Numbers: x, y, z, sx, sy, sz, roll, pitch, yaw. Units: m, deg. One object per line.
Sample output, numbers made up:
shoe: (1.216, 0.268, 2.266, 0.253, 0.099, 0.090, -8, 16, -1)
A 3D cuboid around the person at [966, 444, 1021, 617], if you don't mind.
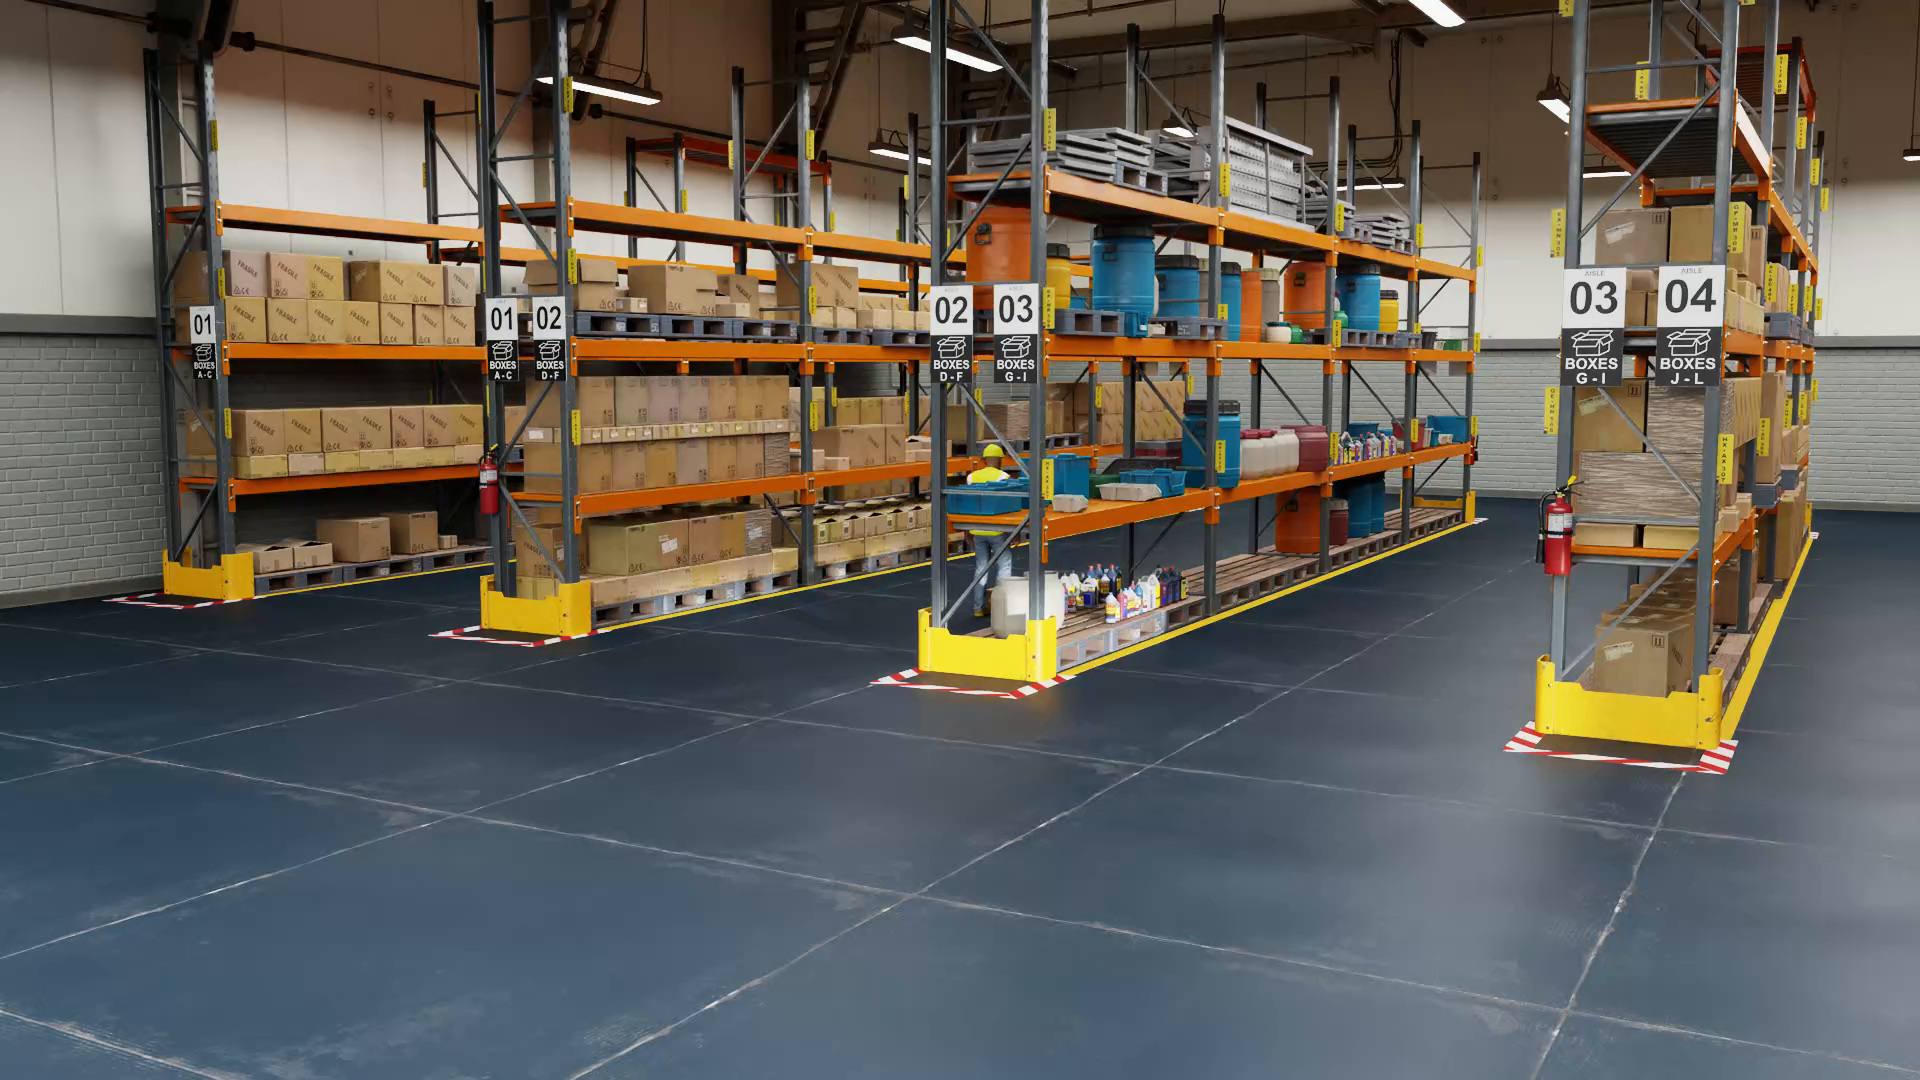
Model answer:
person: (0.330, -0.094, 16.962, 0.625, 1.760, 0.459, 3, 7, 28)
